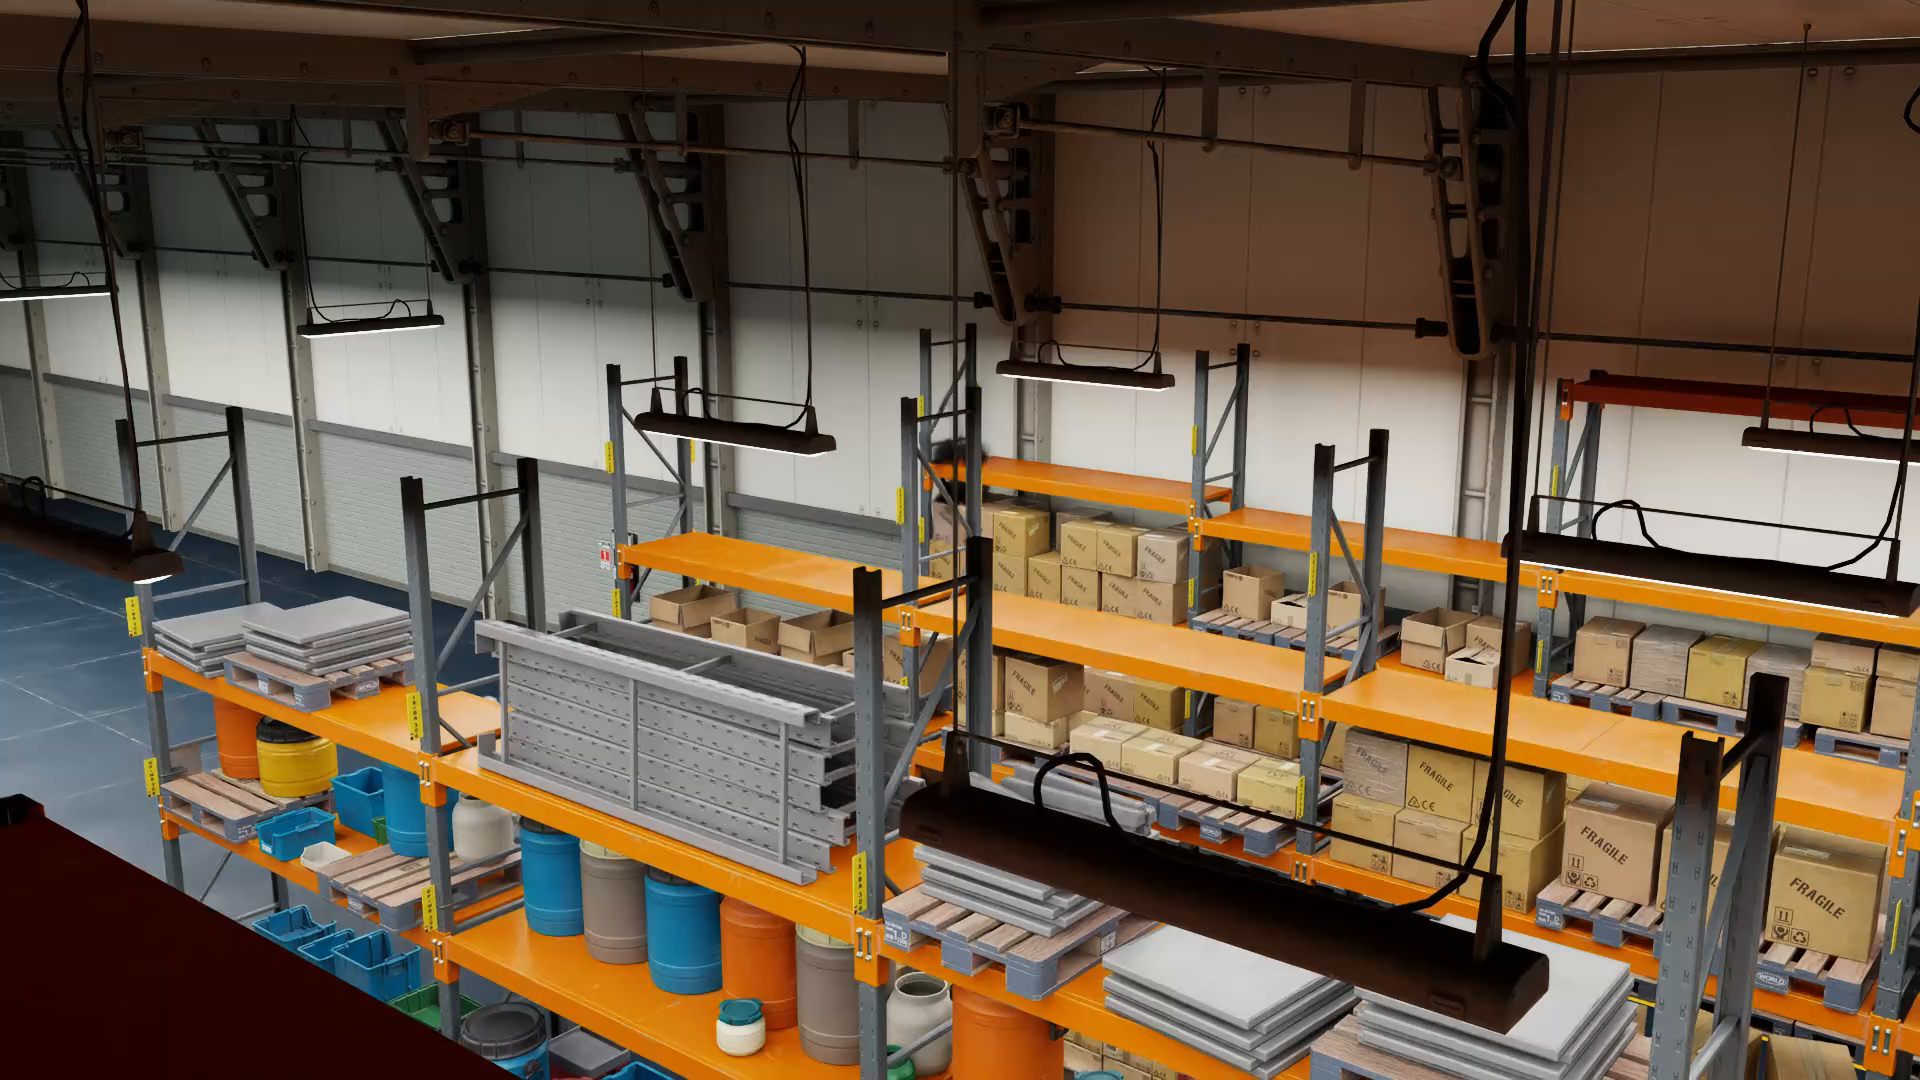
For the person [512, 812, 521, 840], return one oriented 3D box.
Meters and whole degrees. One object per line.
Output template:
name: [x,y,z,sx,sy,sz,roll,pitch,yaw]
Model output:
person: [-5.590,2.771,19.525,0.938,1.782,0.682,-7,14,-27]
